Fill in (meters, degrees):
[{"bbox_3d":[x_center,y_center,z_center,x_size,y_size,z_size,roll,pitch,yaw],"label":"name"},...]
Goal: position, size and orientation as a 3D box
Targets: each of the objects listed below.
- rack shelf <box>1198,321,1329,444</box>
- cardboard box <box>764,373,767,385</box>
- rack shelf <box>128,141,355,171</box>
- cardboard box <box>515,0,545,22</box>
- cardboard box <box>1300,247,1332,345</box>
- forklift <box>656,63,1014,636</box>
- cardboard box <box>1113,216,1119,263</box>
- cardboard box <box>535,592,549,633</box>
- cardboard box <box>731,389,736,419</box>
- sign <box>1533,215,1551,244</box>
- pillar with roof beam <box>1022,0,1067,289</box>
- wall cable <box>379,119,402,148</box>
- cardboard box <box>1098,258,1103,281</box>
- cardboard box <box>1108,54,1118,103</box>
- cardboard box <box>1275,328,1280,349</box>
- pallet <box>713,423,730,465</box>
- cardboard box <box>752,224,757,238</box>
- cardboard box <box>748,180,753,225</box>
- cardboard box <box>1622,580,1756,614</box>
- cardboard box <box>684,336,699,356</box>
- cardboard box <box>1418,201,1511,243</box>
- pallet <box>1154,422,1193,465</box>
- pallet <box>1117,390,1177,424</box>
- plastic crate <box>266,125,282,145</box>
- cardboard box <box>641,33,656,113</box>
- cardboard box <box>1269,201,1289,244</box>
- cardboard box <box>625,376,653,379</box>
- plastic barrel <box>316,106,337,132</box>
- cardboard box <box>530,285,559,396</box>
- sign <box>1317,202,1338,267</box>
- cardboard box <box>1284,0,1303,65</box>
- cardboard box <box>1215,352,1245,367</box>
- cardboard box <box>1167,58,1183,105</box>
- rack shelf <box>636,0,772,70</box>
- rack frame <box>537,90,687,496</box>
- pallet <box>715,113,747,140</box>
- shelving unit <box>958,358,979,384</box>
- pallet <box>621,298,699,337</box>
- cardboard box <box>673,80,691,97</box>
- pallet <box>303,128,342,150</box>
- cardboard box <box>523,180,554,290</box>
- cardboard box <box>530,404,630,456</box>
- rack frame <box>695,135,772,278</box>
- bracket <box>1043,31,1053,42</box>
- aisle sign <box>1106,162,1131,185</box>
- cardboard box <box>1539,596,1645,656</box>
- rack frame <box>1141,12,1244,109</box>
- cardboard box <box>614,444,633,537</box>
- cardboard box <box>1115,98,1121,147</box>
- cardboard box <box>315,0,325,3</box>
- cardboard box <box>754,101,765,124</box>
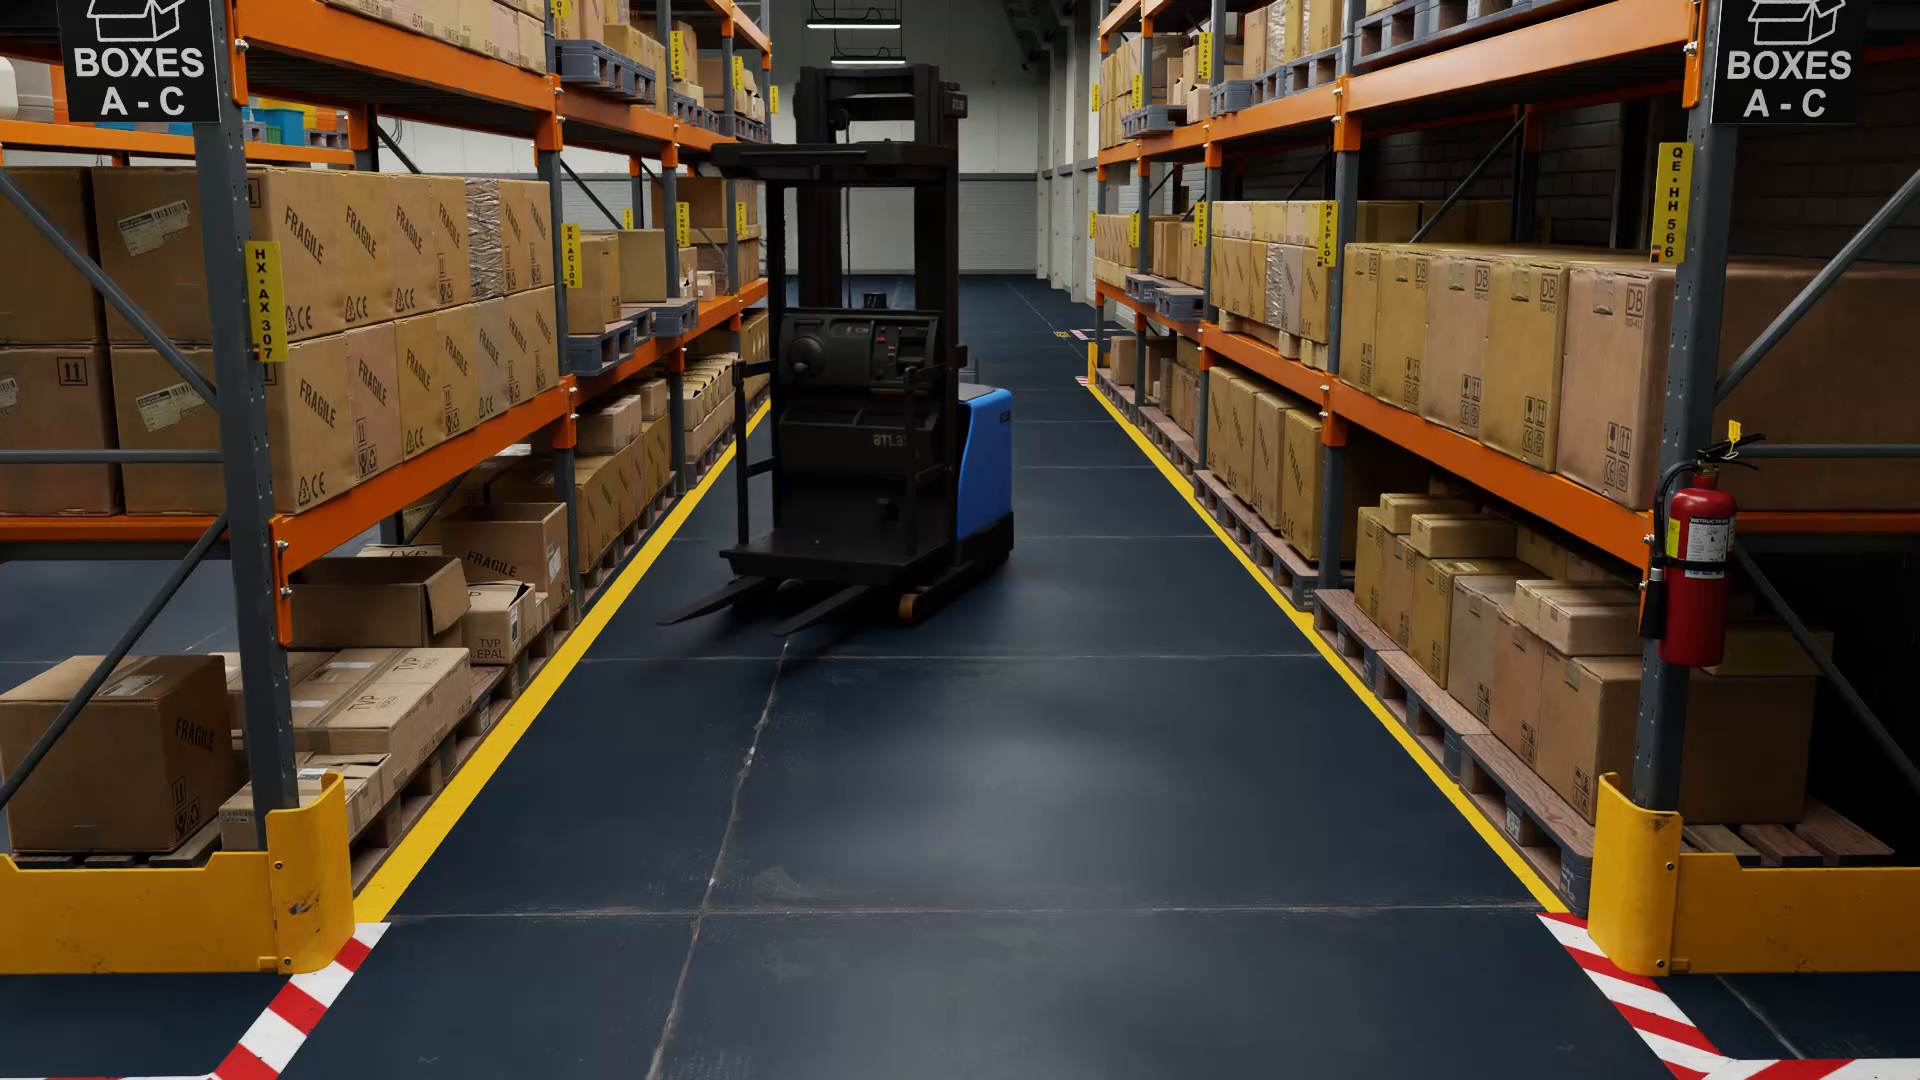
[{"bbox_3d":[2.387,-1.086,10.675,1.077,0.370,4.000,0,11,-1],"label":"rack shelf"},{"bbox_3d":[-2.423,-1.860,18.541,0.500,0.250,0.500,0,11,-1],"label":"cardboard box"},{"bbox_3d":[-7.683,-4.105,18.015,1.077,0.370,4.000,0,11,-1],"label":"rack shelf"},{"bbox_3d":[-2.243,-2.565,7.736,0.500,0.250,0.500,0,11,-1],"label":"cardboard box"},{"bbox_3d":[2.167,-1.336,9.050,0.500,0.500,0.500,0,11,-2],"label":"cardboard box"},{"bbox_3d":[-0.637,-1.081,9.016,1.130,2.935,3.031,4,12,19],"label":"forklift"},{"bbox_3d":[1.928,-3.227,17.860,0.500,0.500,0.500,-1,11,-3],"label":"cardboard box"},{"bbox_3d":[-2.161,0.348,7.861,0.380,0.149,0.250,0,11,-1],"label":"cardboard box"},{"bbox_3d":[-2.383,-1.286,15.714,0.500,0.250,0.500,0,11,-2],"label":"cardboard box"},{"bbox_3d":[2.983,-1.506,8.563,0.100,0.325,0.005,0,11,-1],"label":"sign"},{"bbox_3d":[-1.740,-10.984,42.566,9.100,9.000,0.548,0,11,-1],"label":"pillar with roof beam"},{"bbox_3d":[-18.301,-14.358,50.646,2.305,6.003,0.169,0,11,-1],"label":"wall cable"},{"bbox_3d":[1.898,-3.161,19.422,0.500,0.250,0.500,-1,11,-3],"label":"cardboard box"},{"bbox_3d":[1.927,-5.166,18.615,0.500,0.500,0.500,0,11,0],"label":"cardboard box"},{"bbox_3d":[2.156,-1.246,10.238,0.380,0.149,0.250,-1,11,-3],"label":"cardboard box"},{"bbox_3d":[-2.607,-0.854,14.736,1.003,0.211,1.213,0,11,-1],"label":"pallet"},{"bbox_3d":[-2.562,-3.594,19.346,0.380,0.149,0.250,0,11,-2],"label":"cardboard box"},{"bbox_3d":[-2.758,-3.882,19.134,0.700,0.500,0.500,-1,11,-3],"label":"cardboard box"},{"bbox_3d":[2.588,0.240,5.929,0.380,0.149,0.250,0,11,-1],"label":"cardboard box"},{"bbox_3d":[-2.916,-2.026,17.476,0.500,0.500,0.500,0,11,-1],"label":"cardboard box"},{"bbox_3d":[2.679,-1.705,8.984,0.500,0.250,0.500,0,11,1],"label":"cardboard box"},{"bbox_3d":[2.309,-0.866,14.799,1.003,0.211,1.213,0,11,-1],"label":"pallet"},{"bbox_3d":[2.214,-1.398,17.417,1.003,0.211,1.213,0,11,-1],"label":"pallet"},{"bbox_3d":[-7.402,-4.271,17.556,0.336,0.188,0.450,0,11,-1],"label":"plastic crate"},{"bbox_3d":[-2.554,-3.146,11.225,0.910,0.500,0.500,0,11,-1],"label":"cardboard box"},{"bbox_3d":[2.151,-1.908,9.981,0.500,0.250,0.500,0,11,0],"label":"cardboard box"},{"bbox_3d":[-2.889,-1.254,14.147,0.500,0.311,0.500,0,11,-2],"label":"cardboard box"},{"bbox_3d":[-7.588,-5.176,19.345,0.600,0.830,0.708,0,11,-1],"label":"plastic barrel"},{"bbox_3d":[-2.257,-0.970,8.045,0.500,0.500,0.500,0,11,0],"label":"cardboard box"},{"bbox_3d":[1.886,-1.565,8.516,0.100,0.325,0.005,0,11,-1],"label":"sign"},{"bbox_3d":[2.475,-3.259,10.677,0.700,0.500,0.500,0,11,2],"label":"cardboard box"},{"bbox_3d":[2.329,-1.450,13.958,0.500,0.250,0.500,0,11,0],"label":"cardboard box"},{"bbox_3d":[2.194,-4.247,15.595,0.500,0.500,0.500,1,12,7],"label":"cardboard box"},{"bbox_3d":[-2.731,-5.399,17.853,1.077,0.370,4.000,0,11,-1],"label":"rack shelf"},{"bbox_3d":[-2.607,-1.815,12.459,1.000,3.000,0.127,0,11,-1],"label":"rack frame"},{"bbox_3d":[-2.733,-4.206,16.924,1.003,0.211,1.213,0,11,-1],"label":"pallet"},{"bbox_3d":[0.000,-0.591,10.954,0.258,1.200,0.189,0,11,-1],"label":"shelving unit"},{"bbox_3d":[-2.523,-1.586,11.816,1.213,0.211,1.003,0,11,-1],"label":"pallet"},{"bbox_3d":[-2.672,-3.980,14.911,0.500,0.250,0.500,-1,12,-7],"label":"cardboard box"},{"bbox_3d":[-7.805,-4.598,19.109,1.003,0.211,1.213,0,11,-1],"label":"pallet"},{"bbox_3d":[-2.255,-1.459,7.940,0.500,0.500,0.500,0,11,-1],"label":"cardboard box"},{"bbox_3d":[-2.311,-0.673,10.129,0.500,0.250,0.500,0,11,-1],"label":"cardboard box"},{"bbox_3d":[-2.772,-3.405,20.298,1.000,3.000,0.127,0,11,-1],"label":"rack frame"},{"bbox_3d":[2.217,-12.681,41.881,0.235,0.232,0.430,0,11,-1],"label":"bracket"},{"bbox_3d":[1.879,-4.713,20.208,0.394,0.787,0.004,0,11,-1],"label":"aisle sign"},{"bbox_3d":[2.212,0.292,5.673,0.380,0.149,0.250,0,11,-2],"label":"cardboard box"},{"bbox_3d":[2.263,-5.571,15.886,1.000,3.000,0.127,0,11,-1],"label":"rack frame"},{"bbox_3d":[-2.316,-0.313,10.236,0.500,0.500,0.500,0,11,0],"label":"cardboard box"},{"bbox_3d":[1.960,-4.571,18.199,0.500,0.500,0.500,0,11,2],"label":"cardboard box"},{"bbox_3d":[-2.198,-1.724,4.846,0.500,0.250,0.500,0,11,-1],"label":"cardboard box"},{"bbox_3d":[-2.485,-4.848,18.836,0.500,0.250,0.500,0,11,-1],"label":"cardboard box"}]
